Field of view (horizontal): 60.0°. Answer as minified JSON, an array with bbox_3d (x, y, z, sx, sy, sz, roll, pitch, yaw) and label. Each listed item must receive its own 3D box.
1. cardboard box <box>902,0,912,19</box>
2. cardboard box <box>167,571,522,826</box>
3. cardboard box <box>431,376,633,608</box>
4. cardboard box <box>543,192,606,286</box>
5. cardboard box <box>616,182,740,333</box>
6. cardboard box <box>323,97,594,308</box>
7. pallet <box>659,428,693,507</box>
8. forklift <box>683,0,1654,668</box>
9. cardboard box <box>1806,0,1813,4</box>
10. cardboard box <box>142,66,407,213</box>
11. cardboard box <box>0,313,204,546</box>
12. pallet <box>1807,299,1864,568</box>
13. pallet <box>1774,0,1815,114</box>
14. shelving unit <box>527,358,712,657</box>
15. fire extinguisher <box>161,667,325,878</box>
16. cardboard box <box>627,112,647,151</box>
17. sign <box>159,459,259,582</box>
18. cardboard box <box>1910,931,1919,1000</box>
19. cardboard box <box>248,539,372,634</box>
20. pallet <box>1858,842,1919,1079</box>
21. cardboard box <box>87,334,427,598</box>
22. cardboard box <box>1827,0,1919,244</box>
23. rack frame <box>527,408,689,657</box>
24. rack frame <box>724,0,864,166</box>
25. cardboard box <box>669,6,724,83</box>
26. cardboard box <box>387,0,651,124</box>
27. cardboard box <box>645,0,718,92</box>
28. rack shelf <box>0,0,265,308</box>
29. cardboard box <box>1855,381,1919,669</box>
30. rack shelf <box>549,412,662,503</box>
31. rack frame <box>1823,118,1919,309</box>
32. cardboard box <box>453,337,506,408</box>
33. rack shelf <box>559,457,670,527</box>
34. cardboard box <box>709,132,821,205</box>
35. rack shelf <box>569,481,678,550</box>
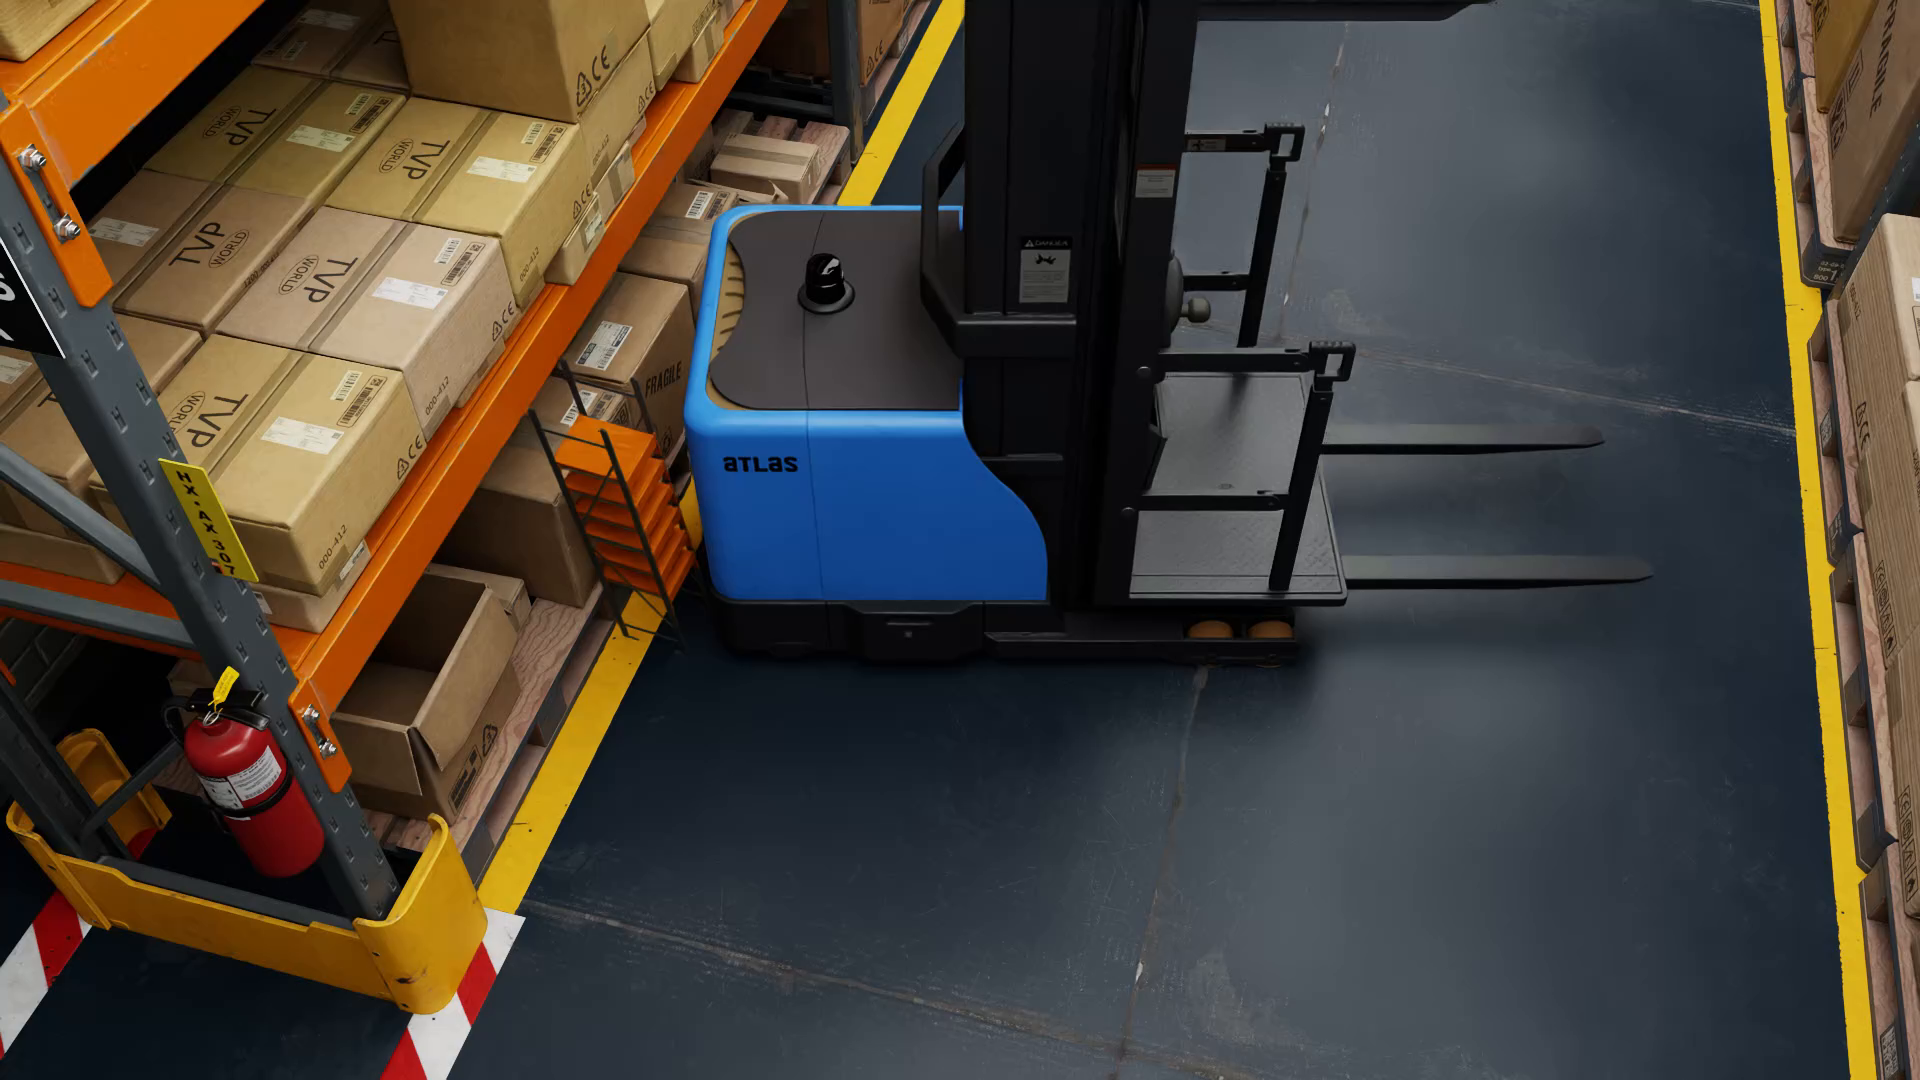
[{"bbox_3d":[-0.442,-2.752,7.565,0.500,0.500,0.500,11,49,10],"label":"cardboard box"},{"bbox_3d":[-1.717,0.409,4.773,0.797,0.503,0.637,10,49,9],"label":"cardboard box"},{"bbox_3d":[-1.455,-0.200,5.313,0.700,0.500,0.500,13,50,12],"label":"cardboard box"},{"bbox_3d":[-1.231,-0.877,4.691,0.380,0.149,0.250,10,49,9],"label":"cardboard box"},{"bbox_3d":[-1.181,-0.951,5.976,0.700,0.500,0.500,10,49,9],"label":"cardboard box"},{"bbox_3d":[-1.327,-0.910,4.454,0.500,0.250,0.500,11,49,9],"label":"cardboard box"},{"bbox_3d":[-1.418,-0.443,6.000,1.003,0.211,1.213,12,50,10],"label":"pallet"},{"bbox_3d":[0.721,-0.959,4.641,3.031,2.935,1.130,0,49,0],"label":"forklift"},{"bbox_3d":[4.425,-2.972,7.510,0.875,0.875,0.875,12,50,10],"label":"cardboard box"},{"bbox_3d":[-1.833,-1.018,4.550,0.500,0.250,0.500,13,50,11],"label":"cardboard box"},{"bbox_3d":[-2.104,-0.288,3.905,0.500,0.250,0.500,13,50,11],"label":"cardboard box"},{"bbox_3d":[3.597,-0.313,5.886,1.003,0.211,1.213,12,50,10],"label":"pallet"},{"bbox_3d":[4.322,-2.306,7.645,1.003,0.211,1.213,12,50,10],"label":"pallet"},{"bbox_3d":[-0.992,-0.060,4.992,0.258,1.200,0.189,16,58,13],"label":"shelving unit"},{"bbox_3d":[-1.562,0.492,3.615,0.296,0.674,0.183,12,50,10],"label":"fire extinguisher"},{"bbox_3d":[-1.180,-1.271,5.039,0.380,0.149,0.250,11,50,10],"label":"cardboard box"},{"bbox_3d":[-1.446,-0.034,3.202,0.100,0.325,0.005,12,50,10],"label":"sign"},{"bbox_3d":[2.897,1.334,4.001,0.875,0.438,0.875,10,49,9],"label":"cardboard box"},{"bbox_3d":[-1.618,0.045,3.877,0.380,0.149,0.250,11,50,10],"label":"cardboard box"},{"bbox_3d":[2.955,1.451,4.328,1.003,0.211,1.213,12,50,10],"label":"pallet"},{"bbox_3d":[-1.590,-0.178,3.808,0.500,0.250,0.500,12,50,10],"label":"cardboard box"},{"bbox_3d":[3.959,-1.671,6.361,0.875,0.875,0.875,13,50,11],"label":"cardboard box"},{"bbox_3d":[-1.023,0.012,4.946,0.240,1.200,0.006,16,58,13],"label":"rack frame"},{"bbox_3d":[-0.917,-2.748,6.174,1.000,3.000,0.127,12,50,10],"label":"rack frame"},{"bbox_3d":[-0.985,-1.624,5.350,0.380,0.149,0.250,11,49,9],"label":"cardboard box"},{"bbox_3d":[-1.196,-1.511,4.485,0.500,0.500,0.500,13,50,11],"label":"cardboard box"},{"bbox_3d":[-1.077,-1.656,5.113,0.500,0.250,0.500,11,50,10],"label":"cardboard box"},{"bbox_3d":[-1.443,-2.055,4.043,1.077,0.370,4.000,12,50,10],"label":"rack shelf"},{"bbox_3d":[3.369,0.019,5.162,0.875,0.438,0.875,10,49,9],"label":"cardboard box"},{"bbox_3d":[-1.007,-0.236,4.731,0.258,0.103,0.180,16,58,13],"label":"rack shelf"},{"bbox_3d":[3.873,-1.771,5.312,1.000,3.000,0.127,12,50,10],"label":"rack frame"},{"bbox_3d":[-1.435,-0.516,4.372,0.380,0.149,0.250,13,50,11],"label":"cardboard box"},{"bbox_3d":[-1.001,-0.169,4.830,0.258,0.103,0.180,16,58,13],"label":"rack shelf"},{"bbox_3d":[-0.780,-1.482,6.679,0.380,0.149,0.250,10,49,9],"label":"cardboard box"},{"bbox_3d":[-0.995,-0.102,4.930,0.258,0.103,0.180,16,58,13],"label":"rack shelf"}]
